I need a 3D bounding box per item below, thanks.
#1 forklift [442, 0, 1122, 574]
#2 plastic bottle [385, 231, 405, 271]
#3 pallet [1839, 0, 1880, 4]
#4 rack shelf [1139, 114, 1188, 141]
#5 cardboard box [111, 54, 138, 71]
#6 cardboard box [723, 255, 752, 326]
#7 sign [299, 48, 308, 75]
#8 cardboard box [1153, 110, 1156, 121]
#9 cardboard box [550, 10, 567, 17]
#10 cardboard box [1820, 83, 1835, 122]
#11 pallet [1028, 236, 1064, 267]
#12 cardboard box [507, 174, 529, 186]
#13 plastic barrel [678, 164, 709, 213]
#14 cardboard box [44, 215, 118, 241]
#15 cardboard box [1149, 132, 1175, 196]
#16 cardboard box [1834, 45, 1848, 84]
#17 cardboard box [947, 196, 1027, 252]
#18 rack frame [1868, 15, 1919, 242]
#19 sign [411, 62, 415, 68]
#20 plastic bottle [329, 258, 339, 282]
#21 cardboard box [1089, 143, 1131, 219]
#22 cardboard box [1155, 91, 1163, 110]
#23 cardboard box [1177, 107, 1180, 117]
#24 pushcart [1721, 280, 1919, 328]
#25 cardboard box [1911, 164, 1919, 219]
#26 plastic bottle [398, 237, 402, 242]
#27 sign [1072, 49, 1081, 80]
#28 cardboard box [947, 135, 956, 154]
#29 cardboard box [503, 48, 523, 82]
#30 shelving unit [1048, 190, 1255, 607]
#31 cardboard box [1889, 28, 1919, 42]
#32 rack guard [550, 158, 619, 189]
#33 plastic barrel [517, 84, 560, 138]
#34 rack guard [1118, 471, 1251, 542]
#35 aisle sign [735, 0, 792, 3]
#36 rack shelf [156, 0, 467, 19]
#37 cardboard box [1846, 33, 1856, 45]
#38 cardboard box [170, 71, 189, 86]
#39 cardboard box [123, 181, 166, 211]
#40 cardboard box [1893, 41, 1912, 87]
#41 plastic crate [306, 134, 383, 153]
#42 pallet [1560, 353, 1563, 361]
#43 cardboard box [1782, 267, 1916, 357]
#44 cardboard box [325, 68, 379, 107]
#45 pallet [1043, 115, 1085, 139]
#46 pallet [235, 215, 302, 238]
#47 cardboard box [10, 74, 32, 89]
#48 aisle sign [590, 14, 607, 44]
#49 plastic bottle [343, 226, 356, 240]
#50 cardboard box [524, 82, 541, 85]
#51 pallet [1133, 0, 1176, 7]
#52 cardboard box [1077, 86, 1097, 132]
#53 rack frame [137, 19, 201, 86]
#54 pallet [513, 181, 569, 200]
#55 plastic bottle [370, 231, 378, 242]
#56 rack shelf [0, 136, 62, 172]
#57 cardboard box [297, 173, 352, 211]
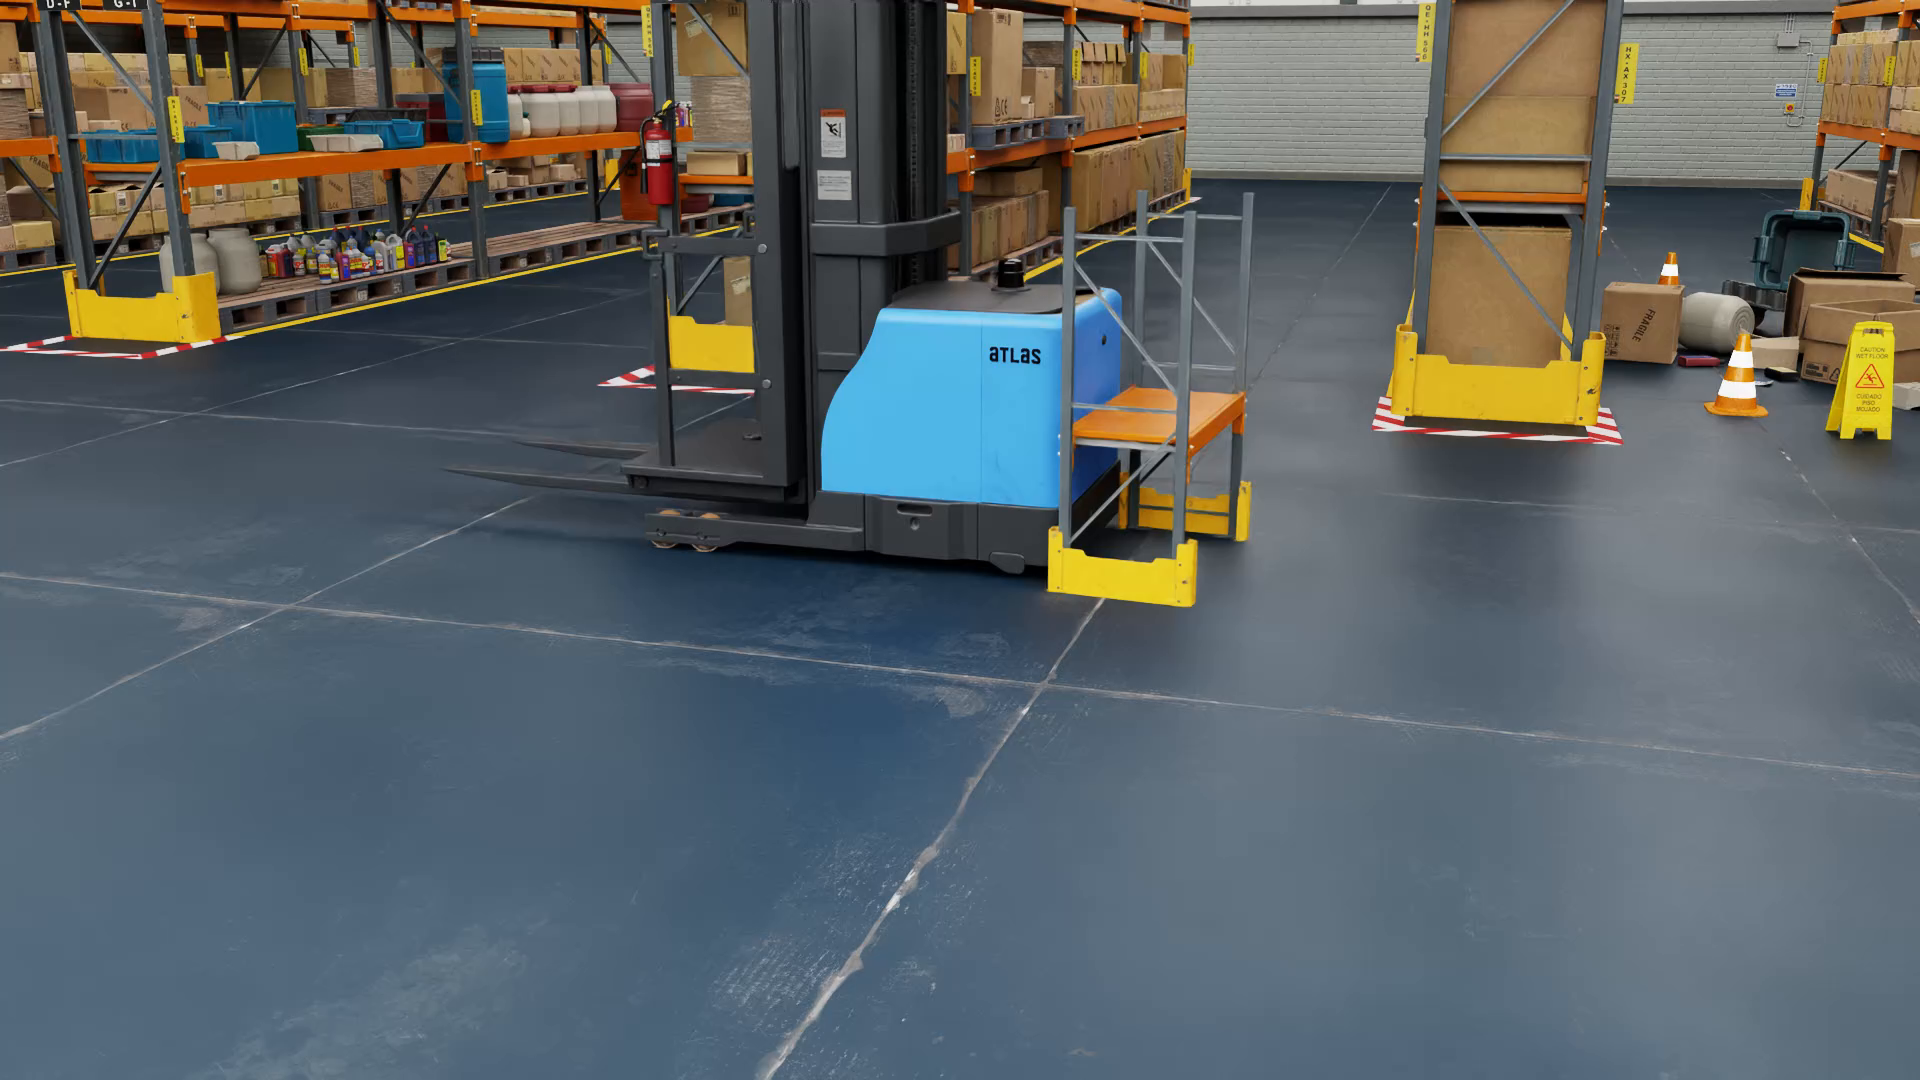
[{"bbox_3d":[-0.852,-1.487,7.201,3.031,2.935,1.130,5,17,17],"label":"forklift"},{"bbox_3d":[-5.194,-2.653,15.234,0.144,0.351,0.185,5,16,16],"label":"plastic bottle"},{"bbox_3d":[12.319,-7.234,22.001,1.003,0.211,1.213,5,16,16],"label":"pallet"},{"bbox_3d":[2.450,-5.927,24.048,1.077,0.370,4.000,5,16,16],"label":"rack shelf"},{"bbox_3d":[-12.553,-7.056,24.569,0.500,0.250,0.500,5,17,17],"label":"cardboard box"},{"bbox_3d":[-1.335,-1.772,11.892,0.500,0.500,0.500,8,18,26],"label":"cardboard box"},{"bbox_3d":[-8.219,-5.988,20.821,0.100,0.325,0.005,5,16,16],"label":"sign"},{"bbox_3d":[2.506,-5.888,23.050,0.380,0.149,0.250,4,16,14],"label":"cardboard box"},{"bbox_3d":[-6.654,-8.520,26.649,0.500,0.250,0.500,5,16,16],"label":"cardboard box"},{"bbox_3d":[12.108,-5.973,22.708,0.500,0.500,0.500,4,16,15],"label":"cardboard box"},{"bbox_3d":[0.521,-3.158,18.076,1.003,0.211,1.213,5,16,16],"label":"pallet"},{"bbox_3d":[-7.053,-5.688,26.272,0.380,0.166,0.250,5,16,16],"label":"cardboard box"},{"bbox_3d":[-3.561,-4.554,21.539,0.600,0.588,0.708,5,16,16],"label":"plastic barrel"},{"bbox_3d":[-9.537,-3.392,18.060,0.500,0.250,0.500,4,16,15],"label":"cardboard box"},{"bbox_3d":[2.654,-5.565,24.576,0.875,0.875,0.875,5,16,16],"label":"cardboard box"},{"bbox_3d":[11.970,-6.318,22.092,0.500,0.500,0.500,4,16,14],"label":"cardboard box"},{"bbox_3d":[0.273,-3.241,17.033,0.700,0.500,0.500,6,17,21],"label":"cardboard box"},{"bbox_3d":[11.383,-4.982,19.396,1.000,3.000,0.127,5,16,16],"label":"rack frame"},{"bbox_3d":[-8.138,-6.976,24.840,0.100,0.325,0.005,5,16,16],"label":"sign"},{"bbox_3d":[-5.434,-2.337,14.395,0.097,0.201,0.097,0,16,0],"label":"plastic bottle"},{"bbox_3d":[1.465,-4.527,20.918,1.225,0.875,0.875,4,16,14],"label":"cardboard box"},{"bbox_3d":[2.554,-6.189,23.384,0.500,0.250,0.500,5,17,17],"label":"cardboard box"},{"bbox_3d":[3.088,-6.423,24.938,0.380,0.149,0.250,5,16,16],"label":"cardboard box"},{"bbox_3d":[6.909,-1.791,12.952,1.648,0.377,0.936,-1,16,-3],"label":"pushcart"},{"bbox_3d":[11.034,-3.756,18.200,0.875,0.875,0.875,5,17,17],"label":"cardboard box"},{"bbox_3d":[-5.251,-2.706,15.560,0.152,0.276,0.135,5,16,16],"label":"plastic bottle"},{"bbox_3d":[1.268,-5.183,18.129,0.100,0.325,0.005,5,16,16],"label":"sign"},{"bbox_3d":[-0.252,-3.393,14.254,0.380,0.149,0.250,5,16,16],"label":"cardboard box"},{"bbox_3d":[-7.066,-7.285,25.501,0.500,0.500,0.500,4,16,14],"label":"cardboard box"},{"bbox_3d":[0.814,-0.626,6.788,0.587,1.500,1.083,6,17,21],"label":"shelving unit"},{"bbox_3d":[11.165,-5.928,19.528,0.380,0.149,0.250,4,16,15],"label":"cardboard box"},{"bbox_3d":[-6.500,-6.343,28.778,1.175,0.500,0.348,5,16,16],"label":"rack guard"},{"bbox_3d":[-4.450,-4.532,17.561,0.433,0.535,0.433,0,16,0],"label":"plastic barrel"},{"bbox_3d":[0.995,-0.151,7.405,0.587,0.250,0.087,6,17,21],"label":"rack guard"},{"bbox_3d":[-1.259,-3.822,10.543,0.394,0.787,0.004,5,16,16],"label":"aisle sign"},{"bbox_3d":[-5.709,-4.615,13.925,1.077,0.370,4.000,5,16,16],"label":"rack shelf"},{"bbox_3d":[11.906,-6.595,21.878,0.380,0.149,0.250,4,16,14],"label":"cardboard box"},{"bbox_3d":[-12.256,-6.963,25.616,0.500,0.500,0.500,4,16,15],"label":"cardboard box"},{"bbox_3d":[-9.240,-3.930,18.931,0.500,0.311,0.500,4,16,14],"label":"cardboard box"},{"bbox_3d":[10.982,-5.418,18.919,0.500,0.500,0.500,5,17,17],"label":"cardboard box"},{"bbox_3d":[-5.360,-3.470,14.549,0.530,0.136,0.437,5,16,16],"label":"plastic crate"},{"bbox_3d":[3.350,-1.073,10.727,1.003,0.211,1.213,5,16,16],"label":"pallet"},{"bbox_3d":[6.302,-1.608,11.827,0.797,0.637,0.503,5,16,16],"label":"cardboard box"},{"bbox_3d":[-8.238,-6.121,22.460,0.700,0.500,0.500,8,18,26],"label":"cardboard box"},{"bbox_3d":[0.644,-4.417,17.756,1.213,0.211,1.003,5,16,16],"label":"pallet"},{"bbox_3d":[-9.024,-3.919,20.759,1.003,0.211,1.213,5,16,16],"label":"pallet"},{"bbox_3d":[-9.761,-4.699,17.027,0.380,0.149,0.250,5,16,16],"label":"cardboard box"},{"bbox_3d":[-6.166,-8.811,28.131,0.394,0.787,0.004,5,16,16],"label":"aisle sign"},{"bbox_3d":[-5.768,-2.800,15.751,0.144,0.351,0.185,5,17,17],"label":"plastic bottle"},{"bbox_3d":[-6.923,-6.945,26.133,0.500,0.500,0.500,5,16,16],"label":"cardboard box"},{"bbox_3d":[2.472,-7.682,23.582,1.003,0.211,1.213,5,16,16],"label":"pallet"},{"bbox_3d":[1.288,-4.993,19.252,0.500,0.500,0.500,4,16,14],"label":"cardboard box"},{"bbox_3d":[-12.366,-6.903,26.168,1.000,3.000,0.127,5,16,16],"label":"rack frame"},{"bbox_3d":[-7.075,-5.678,26.960,1.003,0.211,1.213,5,16,16],"label":"pallet"},{"bbox_3d":[-5.615,-2.802,15.883,0.061,0.283,0.133,5,16,16],"label":"plastic bottle"},{"bbox_3d":[-10.457,-3.557,15.692,1.077,0.370,4.000,5,16,16],"label":"rack shelf"},{"bbox_3d":[-8.349,-4.579,21.750,0.500,0.500,0.500,5,17,18],"label":"cardboard box"}]
